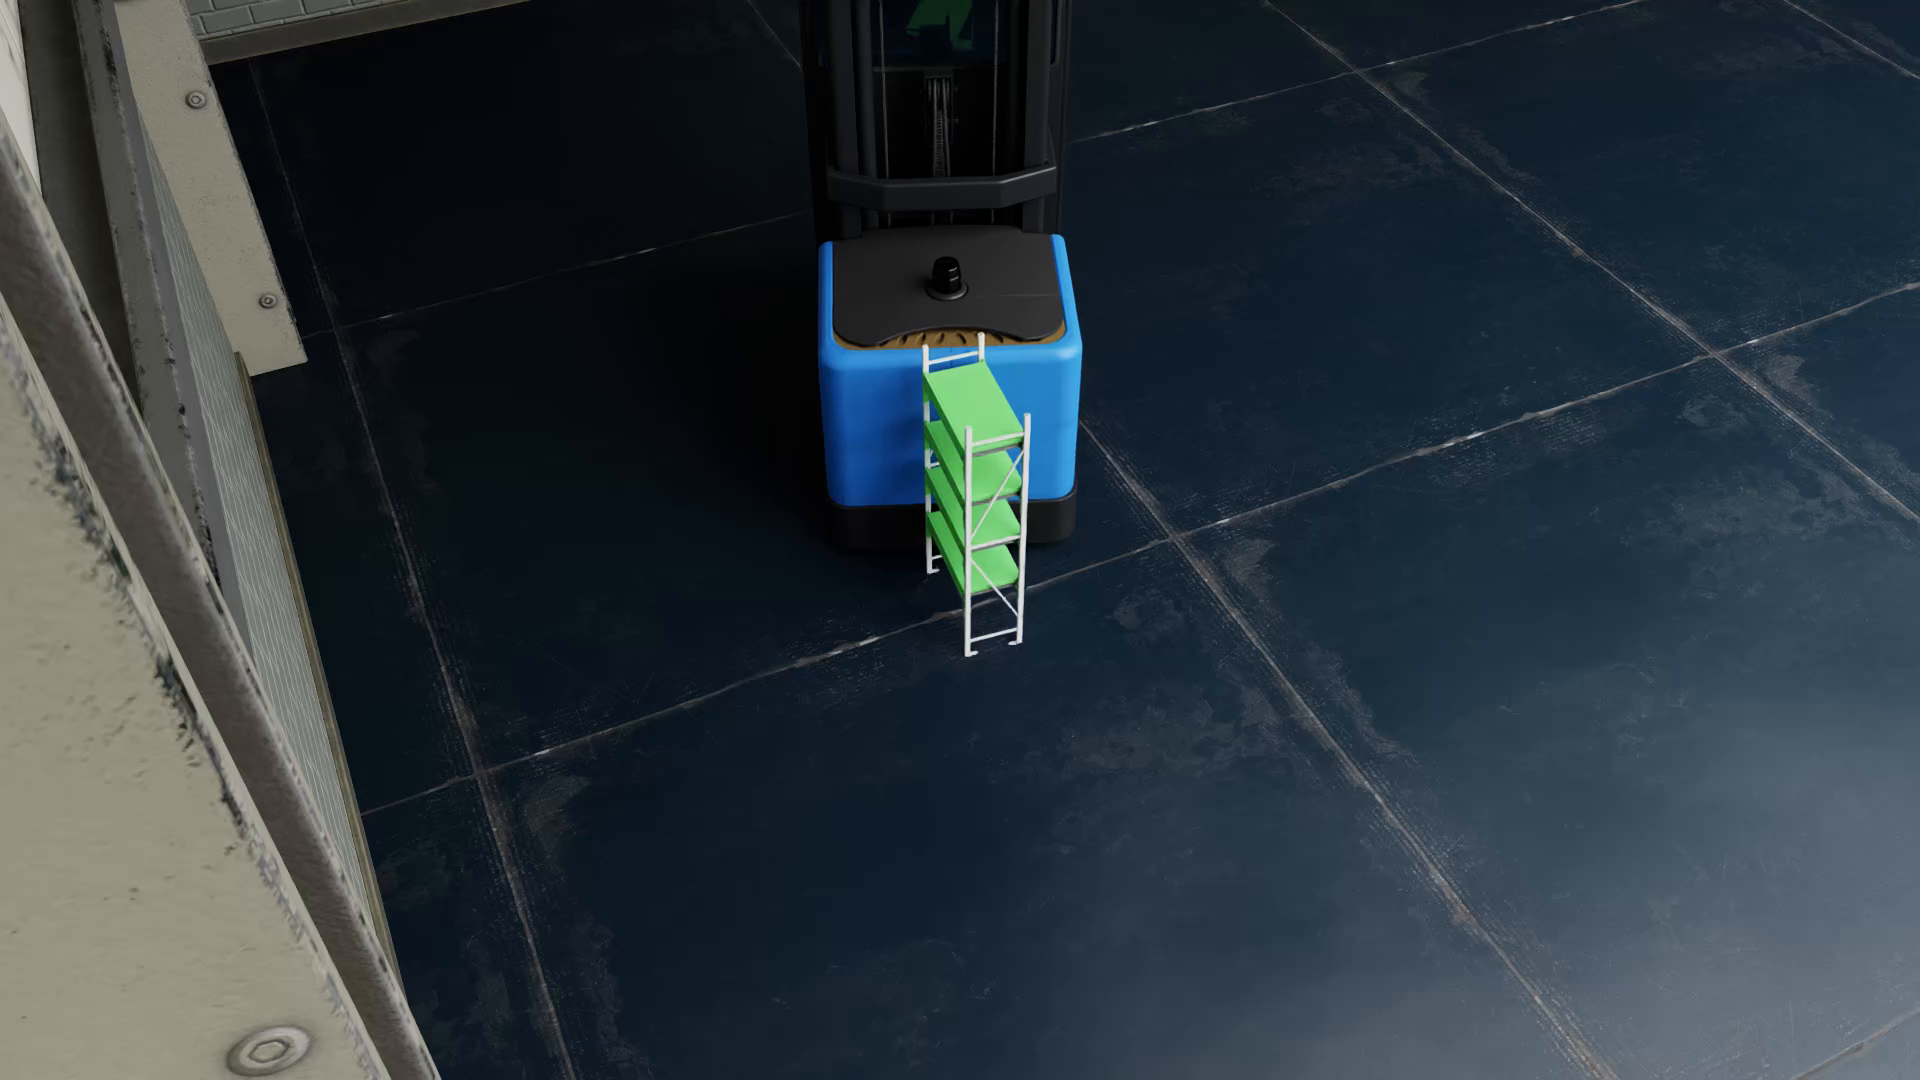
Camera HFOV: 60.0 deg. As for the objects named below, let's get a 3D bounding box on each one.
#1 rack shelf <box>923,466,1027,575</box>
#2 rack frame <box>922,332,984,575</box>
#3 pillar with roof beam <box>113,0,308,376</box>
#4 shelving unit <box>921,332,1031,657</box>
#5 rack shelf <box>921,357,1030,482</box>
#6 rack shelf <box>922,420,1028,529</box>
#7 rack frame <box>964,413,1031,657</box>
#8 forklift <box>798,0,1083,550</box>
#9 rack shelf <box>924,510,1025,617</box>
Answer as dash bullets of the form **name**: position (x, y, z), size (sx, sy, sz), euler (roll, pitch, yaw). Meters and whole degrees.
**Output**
- **rack shelf**: position (0.054, -0.107, 6.464), size (0.258, 0.148, 0.480), euler (-14, 46, -13)
- **rack frame**: position (-0.025, -0.315, 6.583), size (0.240, 1.200, 0.015), euler (-14, 46, -13)
- **pillar with roof beam**: position (0.550, -5.414, 6.199), size (9.100, 9.000, 0.400), euler (-18, 47, -17)
- **shelving unit**: position (0.054, -0.152, 6.419), size (0.258, 1.200, 0.503), euler (-14, 46, -13)
- **rack shelf**: position (0.054, -0.449, 6.127), size (0.258, 0.148, 0.480), euler (-14, 46, -13)
- **rack shelf**: position (0.054, -0.278, 6.295), size (0.258, 0.148, 0.480), euler (-14, 46, -13)
- **rack frame**: position (0.133, 0.010, 6.255), size (0.240, 1.200, 0.015), euler (-14, 46, -13)
- **forklift**: position (-0.113, -2.027, 7.087), size (1.130, 2.935, 3.031), euler (-2, 45, -2)
- **rack shelf**: position (0.054, 0.064, 6.632), size (0.258, 0.148, 0.480), euler (-14, 46, -13)
